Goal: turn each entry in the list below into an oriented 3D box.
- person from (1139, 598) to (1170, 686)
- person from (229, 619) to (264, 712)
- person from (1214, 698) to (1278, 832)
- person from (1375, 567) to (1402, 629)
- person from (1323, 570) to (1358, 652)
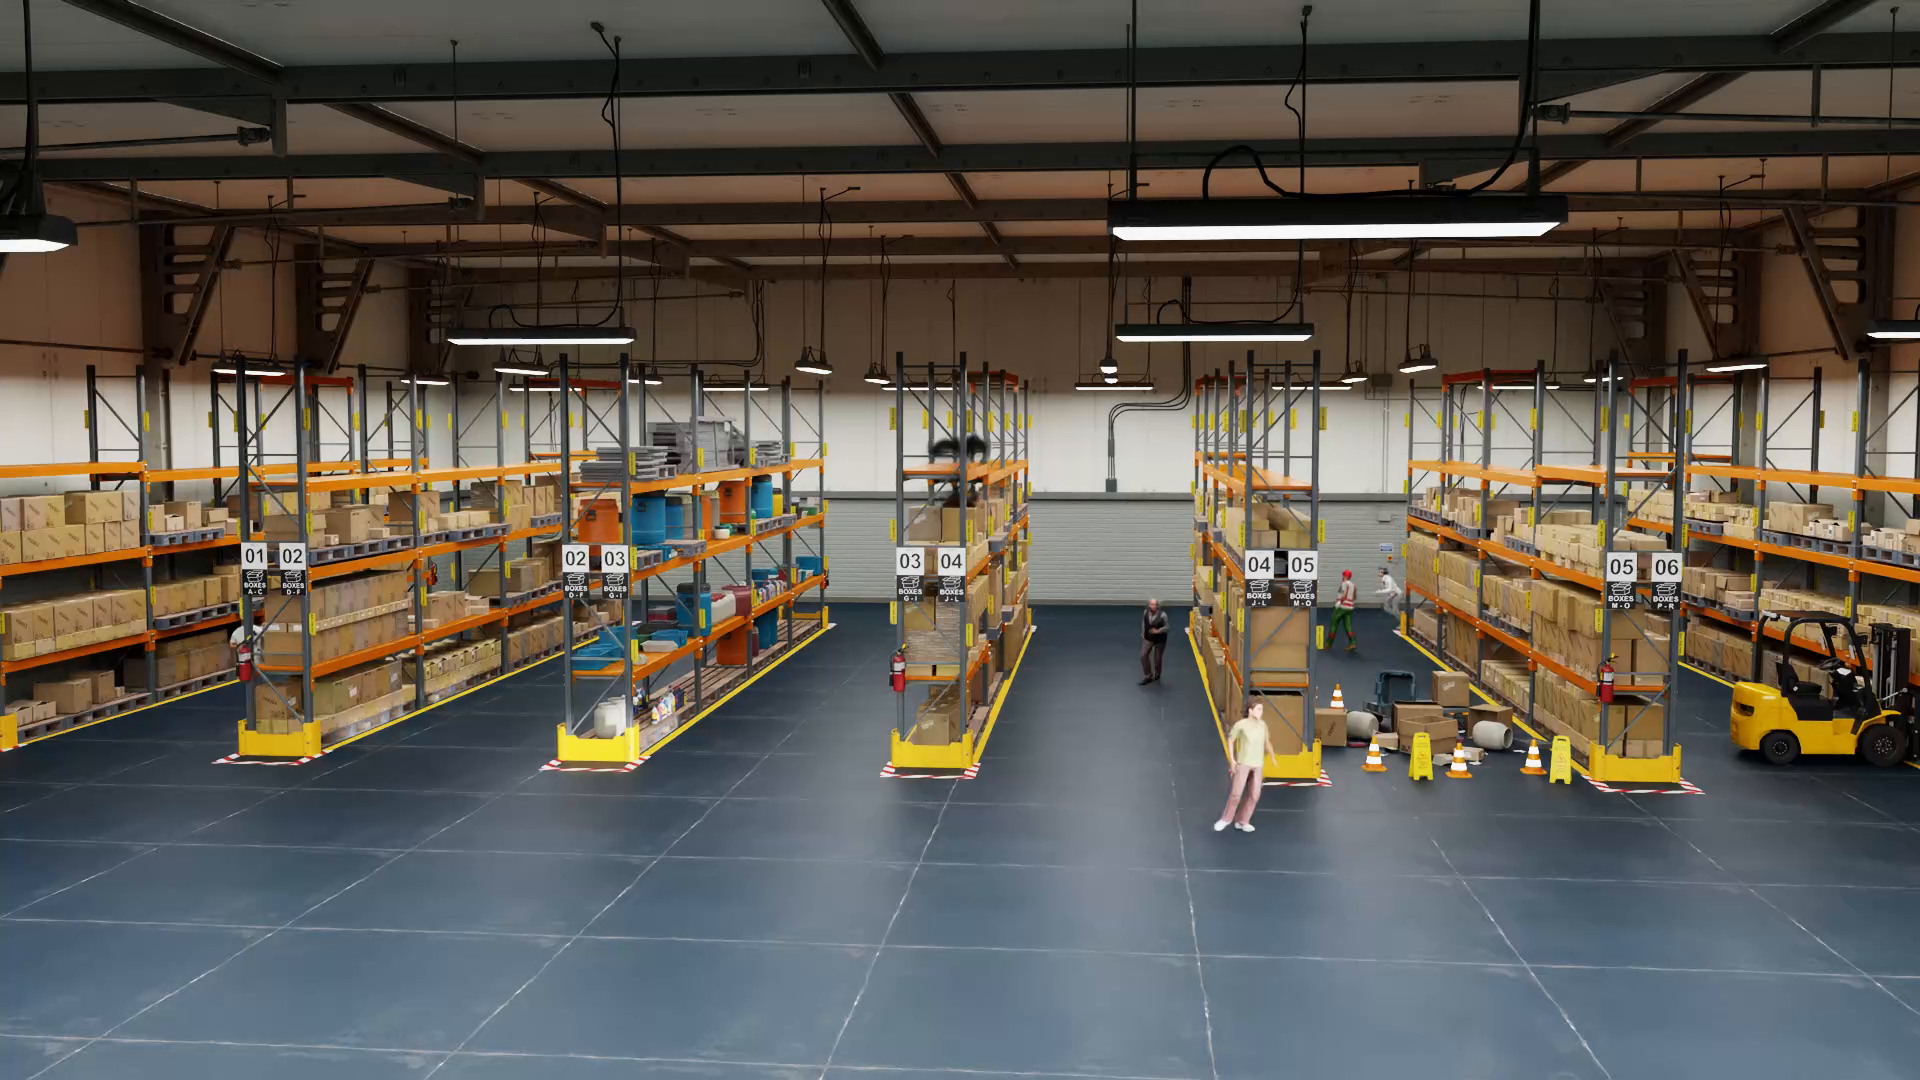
[{"bbox_3d":[3.742,1.914,31.612,0.626,1.663,0.926,2,4,24],"label":"person"},{"bbox_3d":[-12.397,2.114,29.063,0.595,1.708,0.902,0,4,-1],"label":"person"},{"bbox_3d":[3.469,2.746,20.212,0.714,1.645,0.533,-1,4,-20],"label":"person"},{"bbox_3d":[10.451,1.395,40.351,0.784,1.491,0.651,0,4,5],"label":"person"},{"bbox_3d":[8.405,1.517,36.228,0.715,1.740,0.926,-3,5,-34],"label":"person"}]
